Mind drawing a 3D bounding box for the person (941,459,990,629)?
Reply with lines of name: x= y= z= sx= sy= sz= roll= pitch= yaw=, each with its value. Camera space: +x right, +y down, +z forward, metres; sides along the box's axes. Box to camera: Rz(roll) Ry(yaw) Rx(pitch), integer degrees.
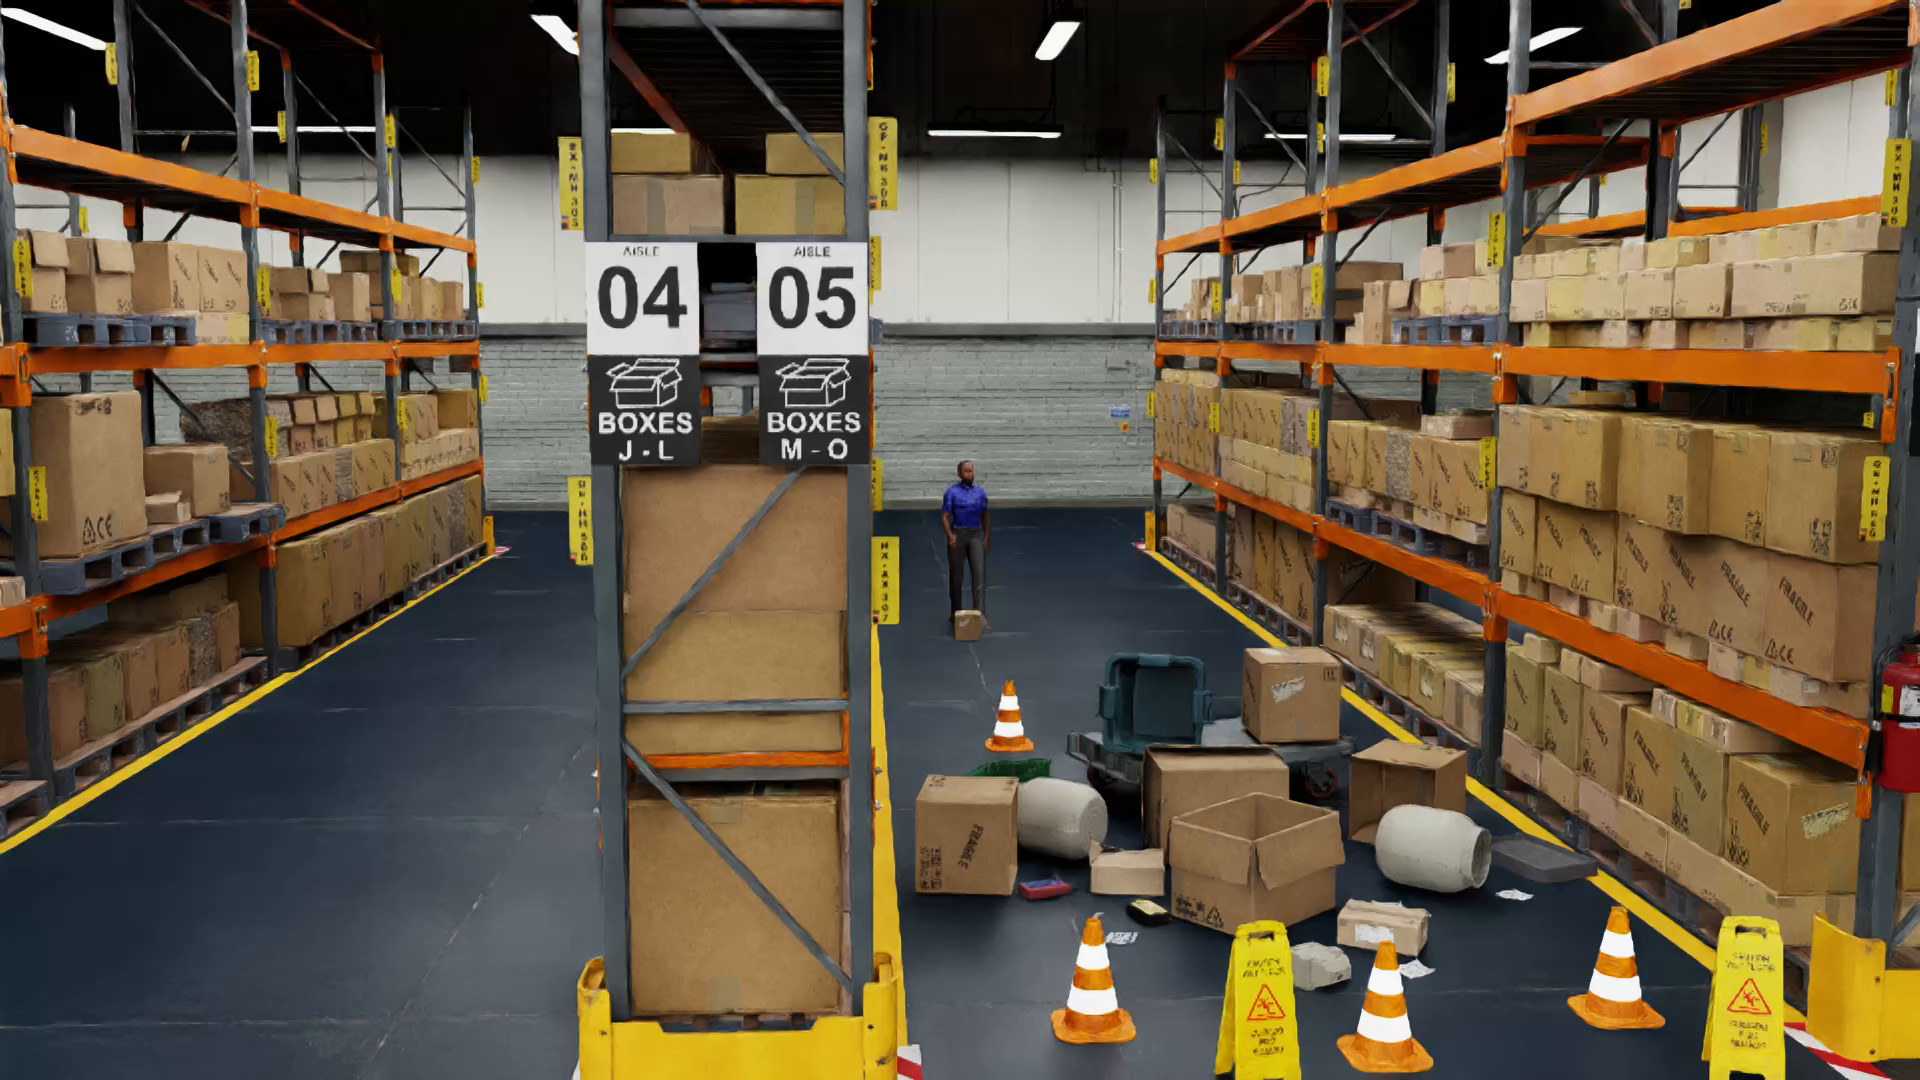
person: x=0.085 y=0.026 z=16.653 sx=0.518 sy=1.644 sz=0.750 roll=-1 pitch=7 yaw=-10
